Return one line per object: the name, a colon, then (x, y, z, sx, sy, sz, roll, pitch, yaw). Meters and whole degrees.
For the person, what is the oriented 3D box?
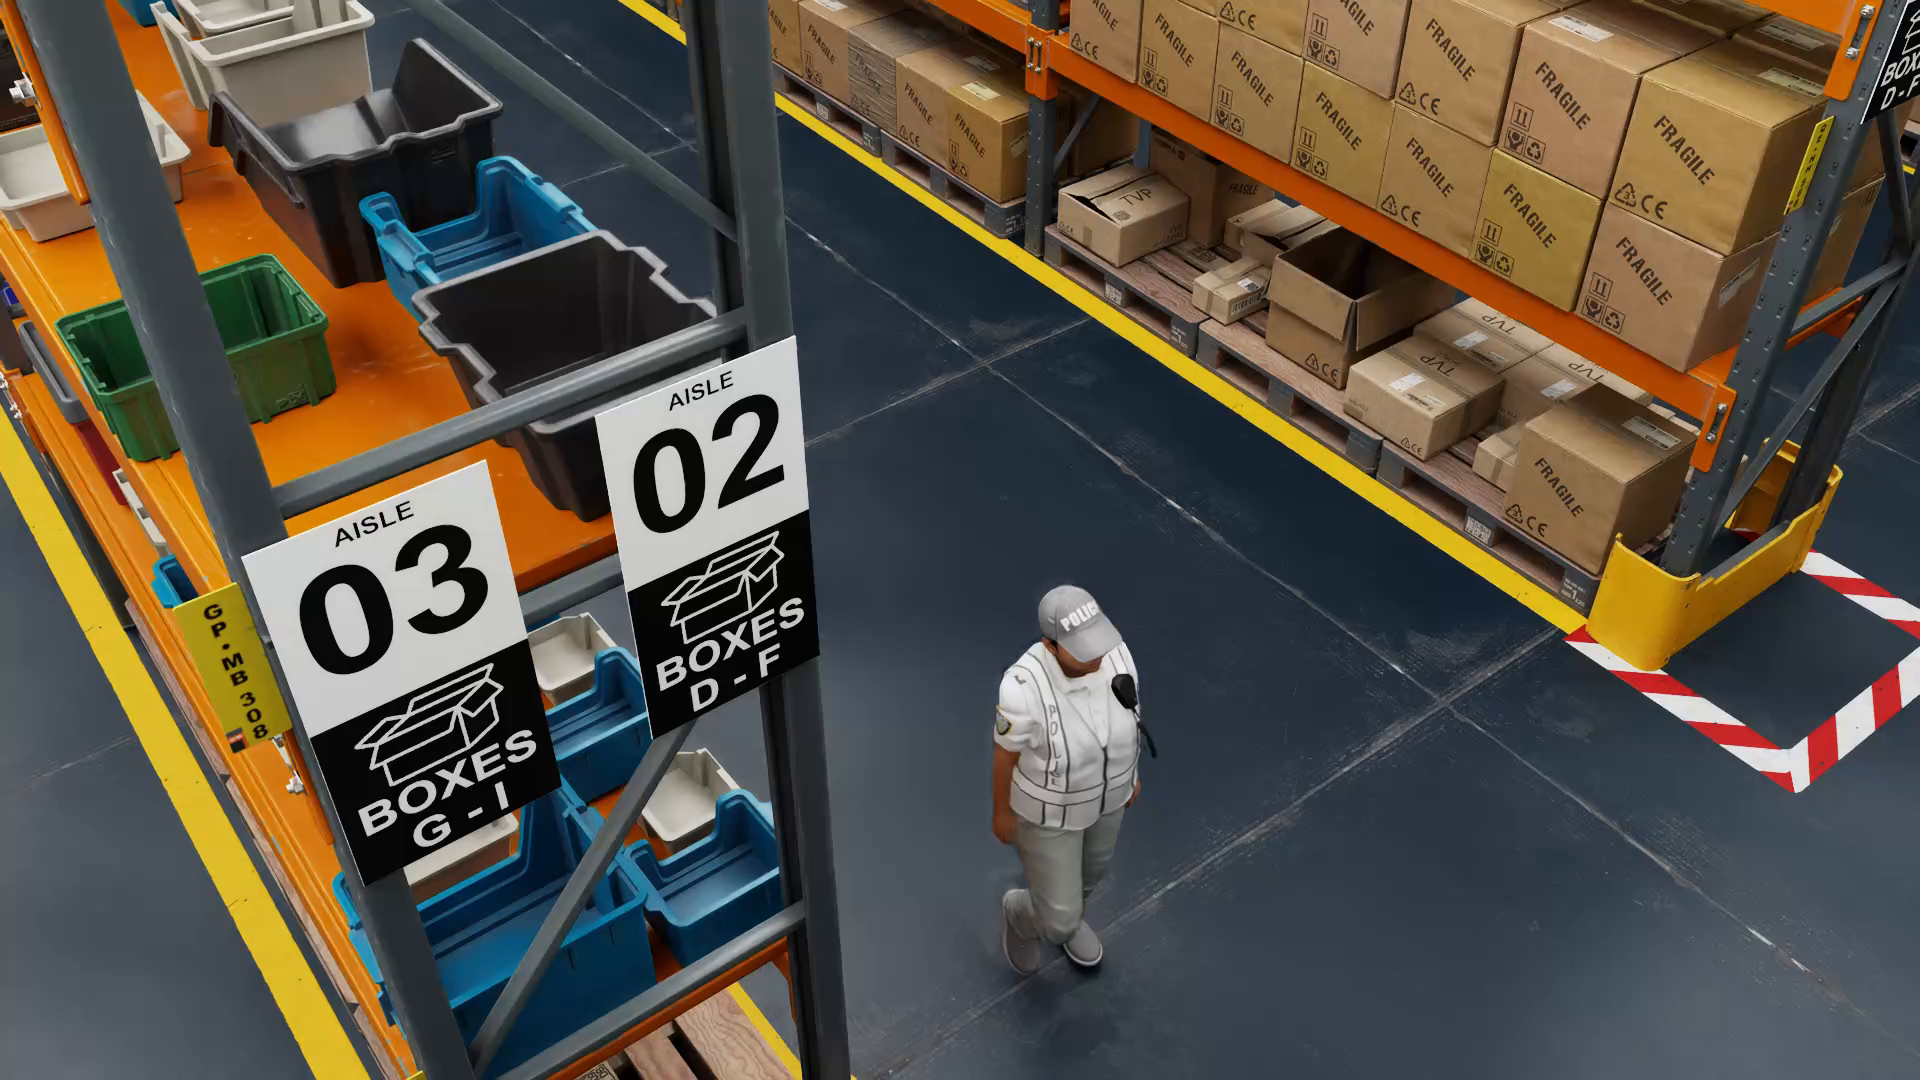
person: (0.362, 0.808, 5.193, 0.499, 1.681, 0.450, -23, 46, -25)
